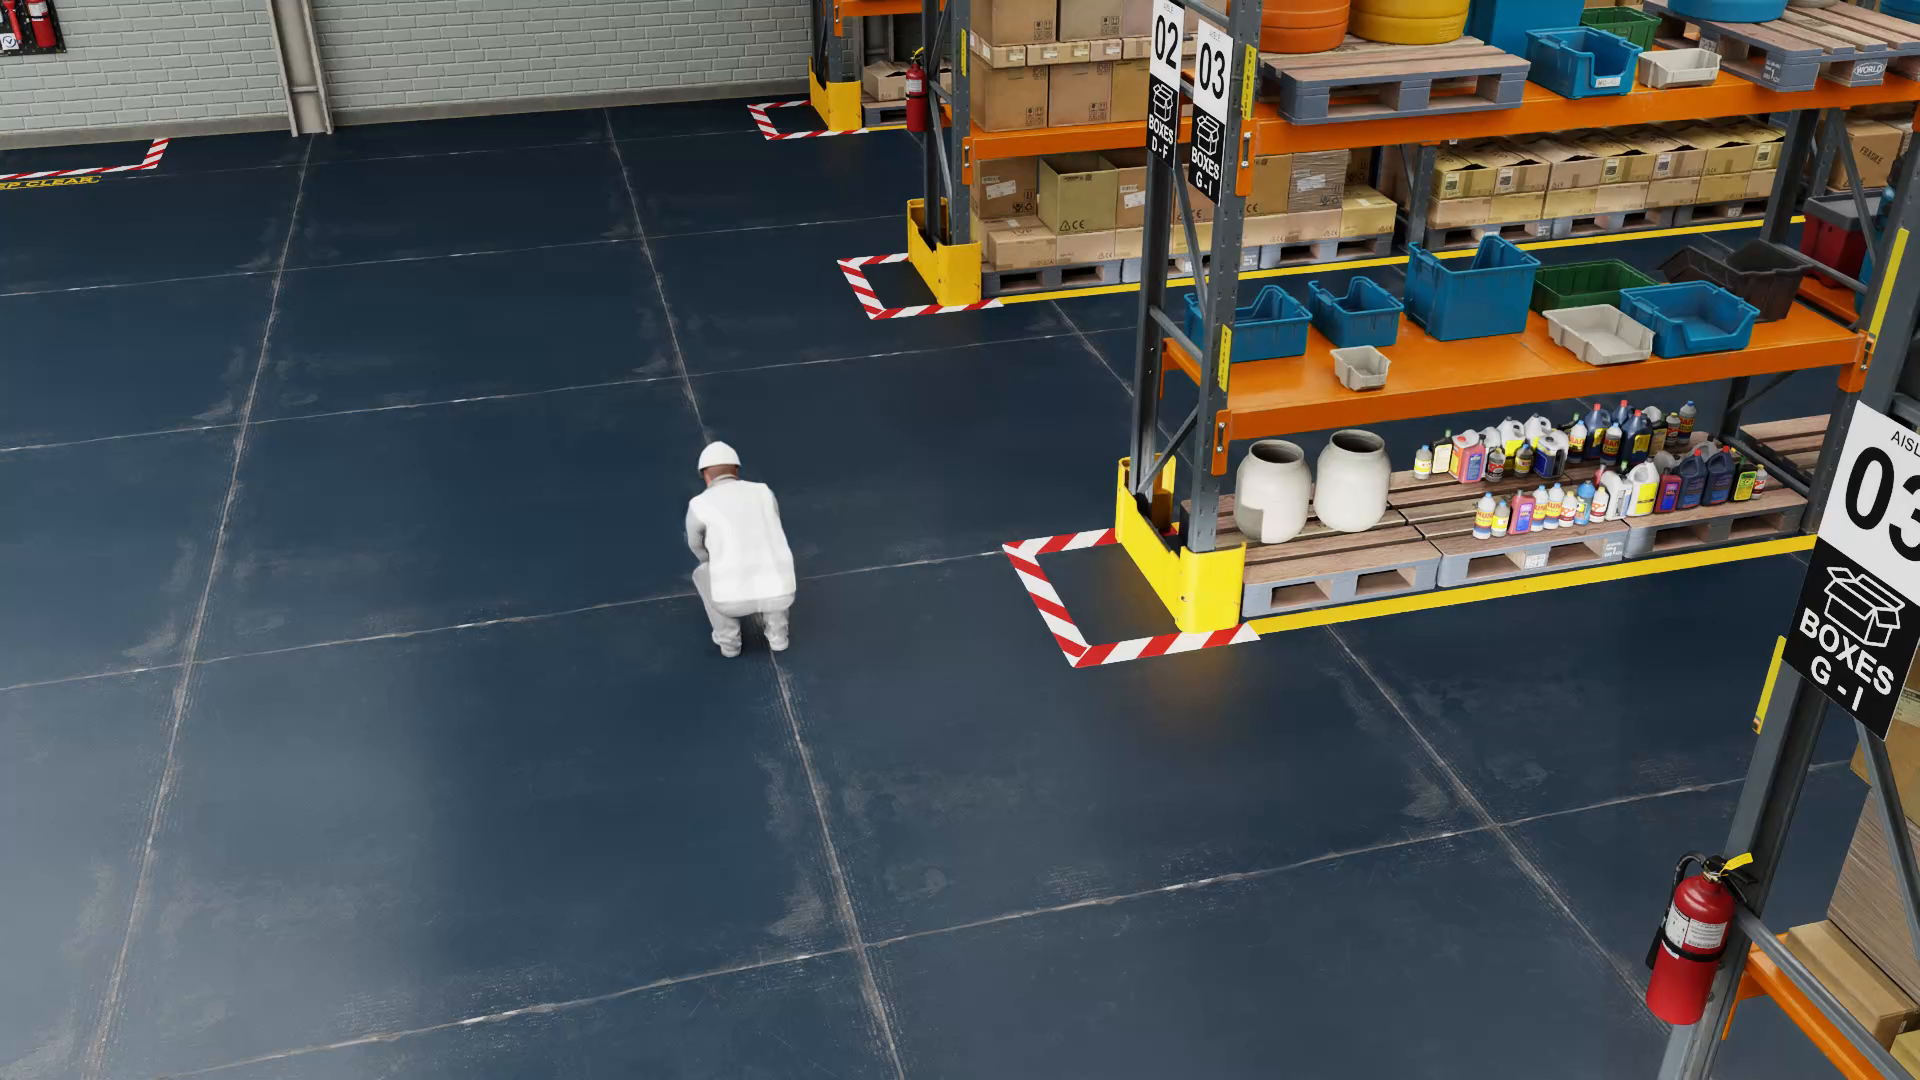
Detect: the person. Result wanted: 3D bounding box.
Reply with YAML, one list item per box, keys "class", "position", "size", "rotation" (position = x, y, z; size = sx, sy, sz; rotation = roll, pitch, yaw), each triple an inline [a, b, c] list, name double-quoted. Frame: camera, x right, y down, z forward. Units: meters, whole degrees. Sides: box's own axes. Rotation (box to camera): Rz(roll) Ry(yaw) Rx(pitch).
- class: "person"
  position: [-1.173, 0.055, 8.895]
  size: [0.535, 1.007, 0.864]
  rotation: [-8, 31, -13]
